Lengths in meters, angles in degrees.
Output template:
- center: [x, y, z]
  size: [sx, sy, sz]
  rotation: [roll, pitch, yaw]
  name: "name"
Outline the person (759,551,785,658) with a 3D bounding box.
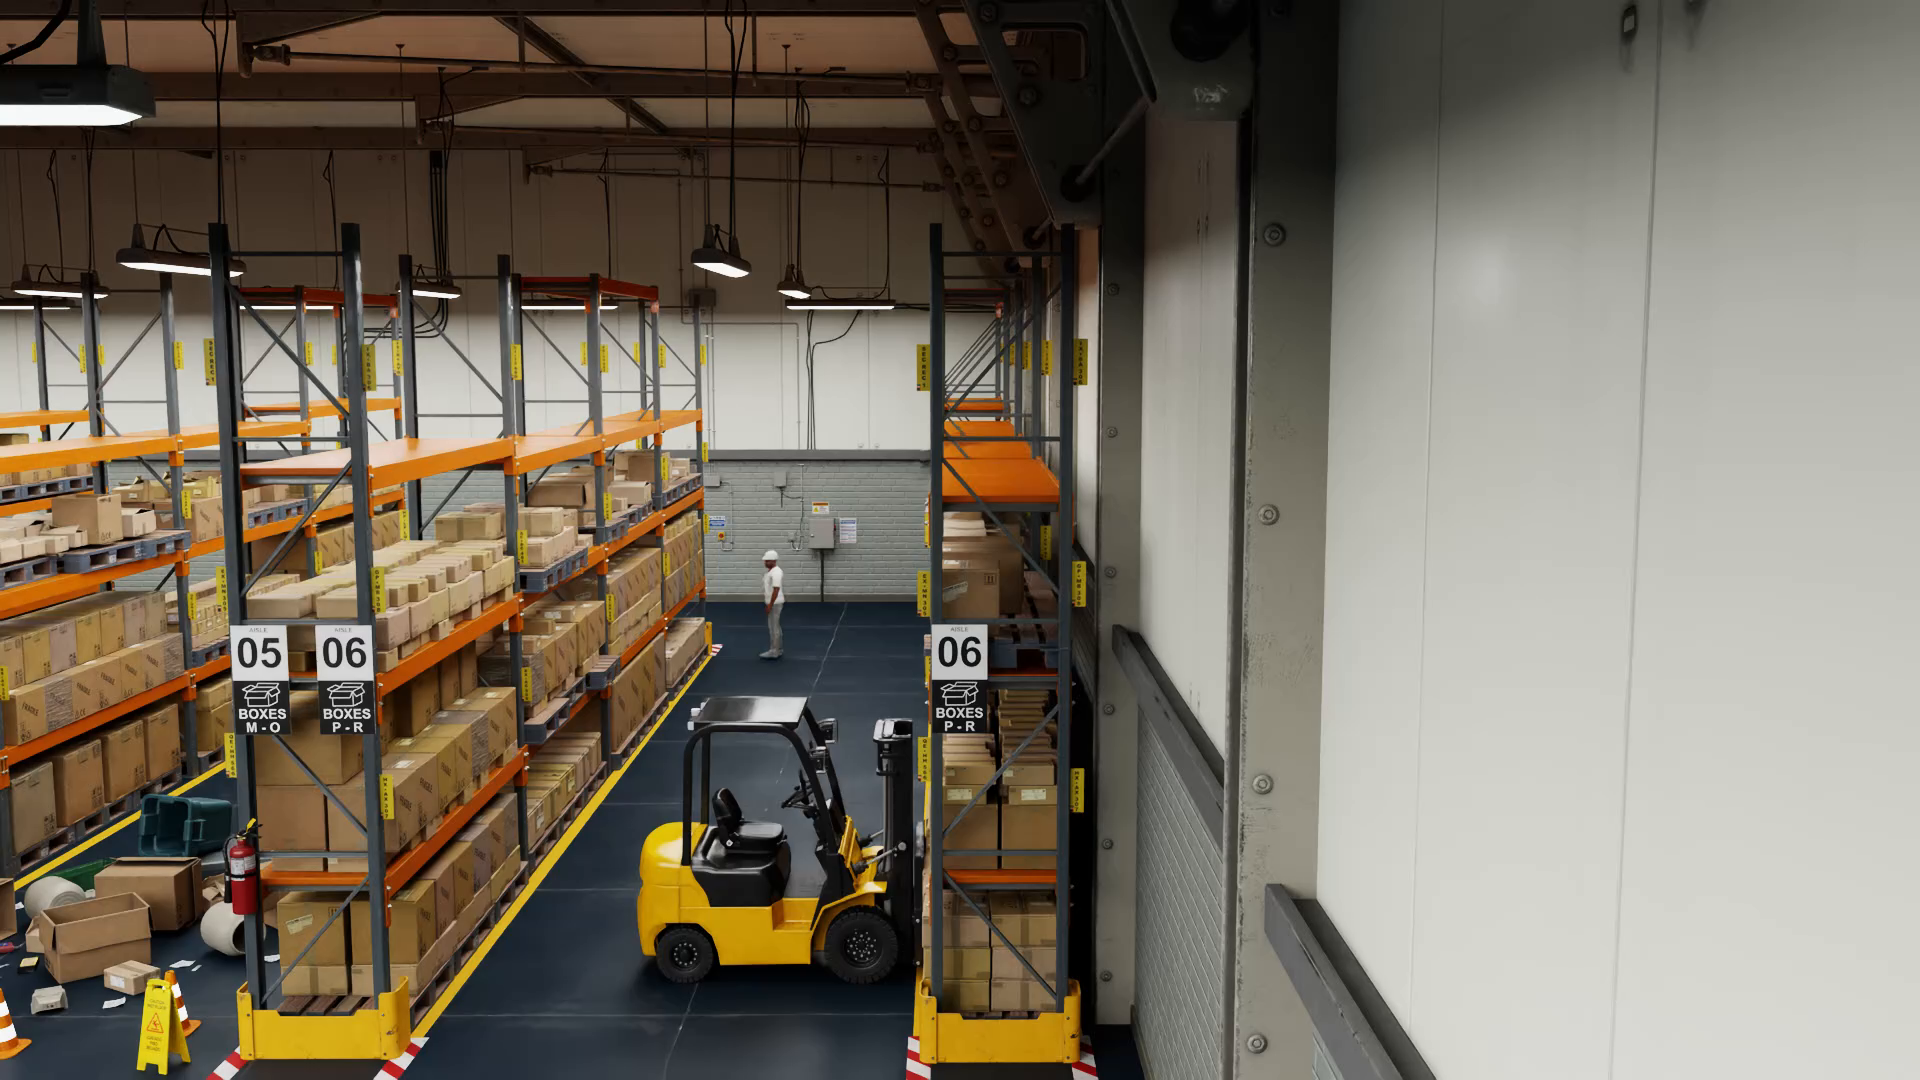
- center: [-3.134, 1.060, 27.607]
  size: [0.434, 1.774, 0.585]
  rotation: [-1, 7, -12]
  name: "person"
